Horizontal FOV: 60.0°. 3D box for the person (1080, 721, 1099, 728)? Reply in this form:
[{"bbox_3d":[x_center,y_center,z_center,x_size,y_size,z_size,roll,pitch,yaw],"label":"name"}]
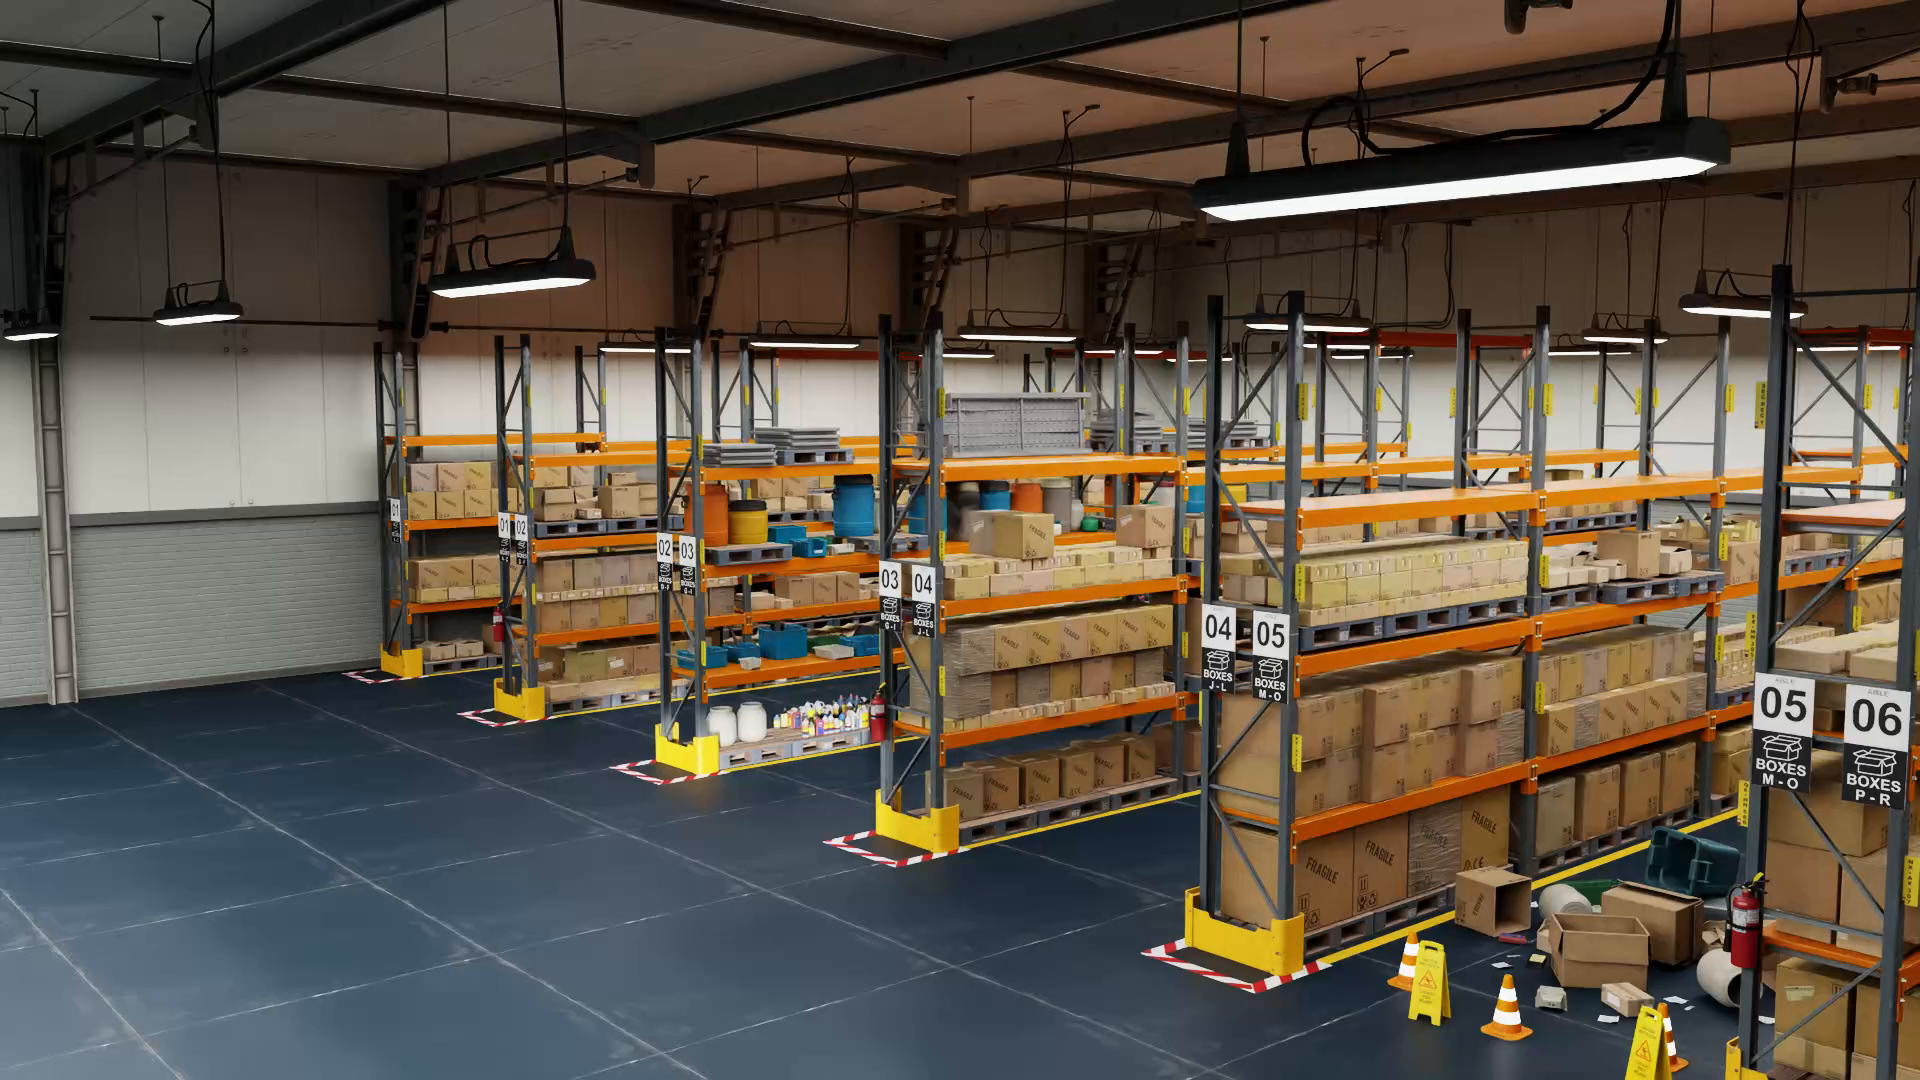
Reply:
[{"bbox_3d":[1.764,2.096,25.131,1.020,1.556,0.742,-3,6,-30],"label":"person"}]
